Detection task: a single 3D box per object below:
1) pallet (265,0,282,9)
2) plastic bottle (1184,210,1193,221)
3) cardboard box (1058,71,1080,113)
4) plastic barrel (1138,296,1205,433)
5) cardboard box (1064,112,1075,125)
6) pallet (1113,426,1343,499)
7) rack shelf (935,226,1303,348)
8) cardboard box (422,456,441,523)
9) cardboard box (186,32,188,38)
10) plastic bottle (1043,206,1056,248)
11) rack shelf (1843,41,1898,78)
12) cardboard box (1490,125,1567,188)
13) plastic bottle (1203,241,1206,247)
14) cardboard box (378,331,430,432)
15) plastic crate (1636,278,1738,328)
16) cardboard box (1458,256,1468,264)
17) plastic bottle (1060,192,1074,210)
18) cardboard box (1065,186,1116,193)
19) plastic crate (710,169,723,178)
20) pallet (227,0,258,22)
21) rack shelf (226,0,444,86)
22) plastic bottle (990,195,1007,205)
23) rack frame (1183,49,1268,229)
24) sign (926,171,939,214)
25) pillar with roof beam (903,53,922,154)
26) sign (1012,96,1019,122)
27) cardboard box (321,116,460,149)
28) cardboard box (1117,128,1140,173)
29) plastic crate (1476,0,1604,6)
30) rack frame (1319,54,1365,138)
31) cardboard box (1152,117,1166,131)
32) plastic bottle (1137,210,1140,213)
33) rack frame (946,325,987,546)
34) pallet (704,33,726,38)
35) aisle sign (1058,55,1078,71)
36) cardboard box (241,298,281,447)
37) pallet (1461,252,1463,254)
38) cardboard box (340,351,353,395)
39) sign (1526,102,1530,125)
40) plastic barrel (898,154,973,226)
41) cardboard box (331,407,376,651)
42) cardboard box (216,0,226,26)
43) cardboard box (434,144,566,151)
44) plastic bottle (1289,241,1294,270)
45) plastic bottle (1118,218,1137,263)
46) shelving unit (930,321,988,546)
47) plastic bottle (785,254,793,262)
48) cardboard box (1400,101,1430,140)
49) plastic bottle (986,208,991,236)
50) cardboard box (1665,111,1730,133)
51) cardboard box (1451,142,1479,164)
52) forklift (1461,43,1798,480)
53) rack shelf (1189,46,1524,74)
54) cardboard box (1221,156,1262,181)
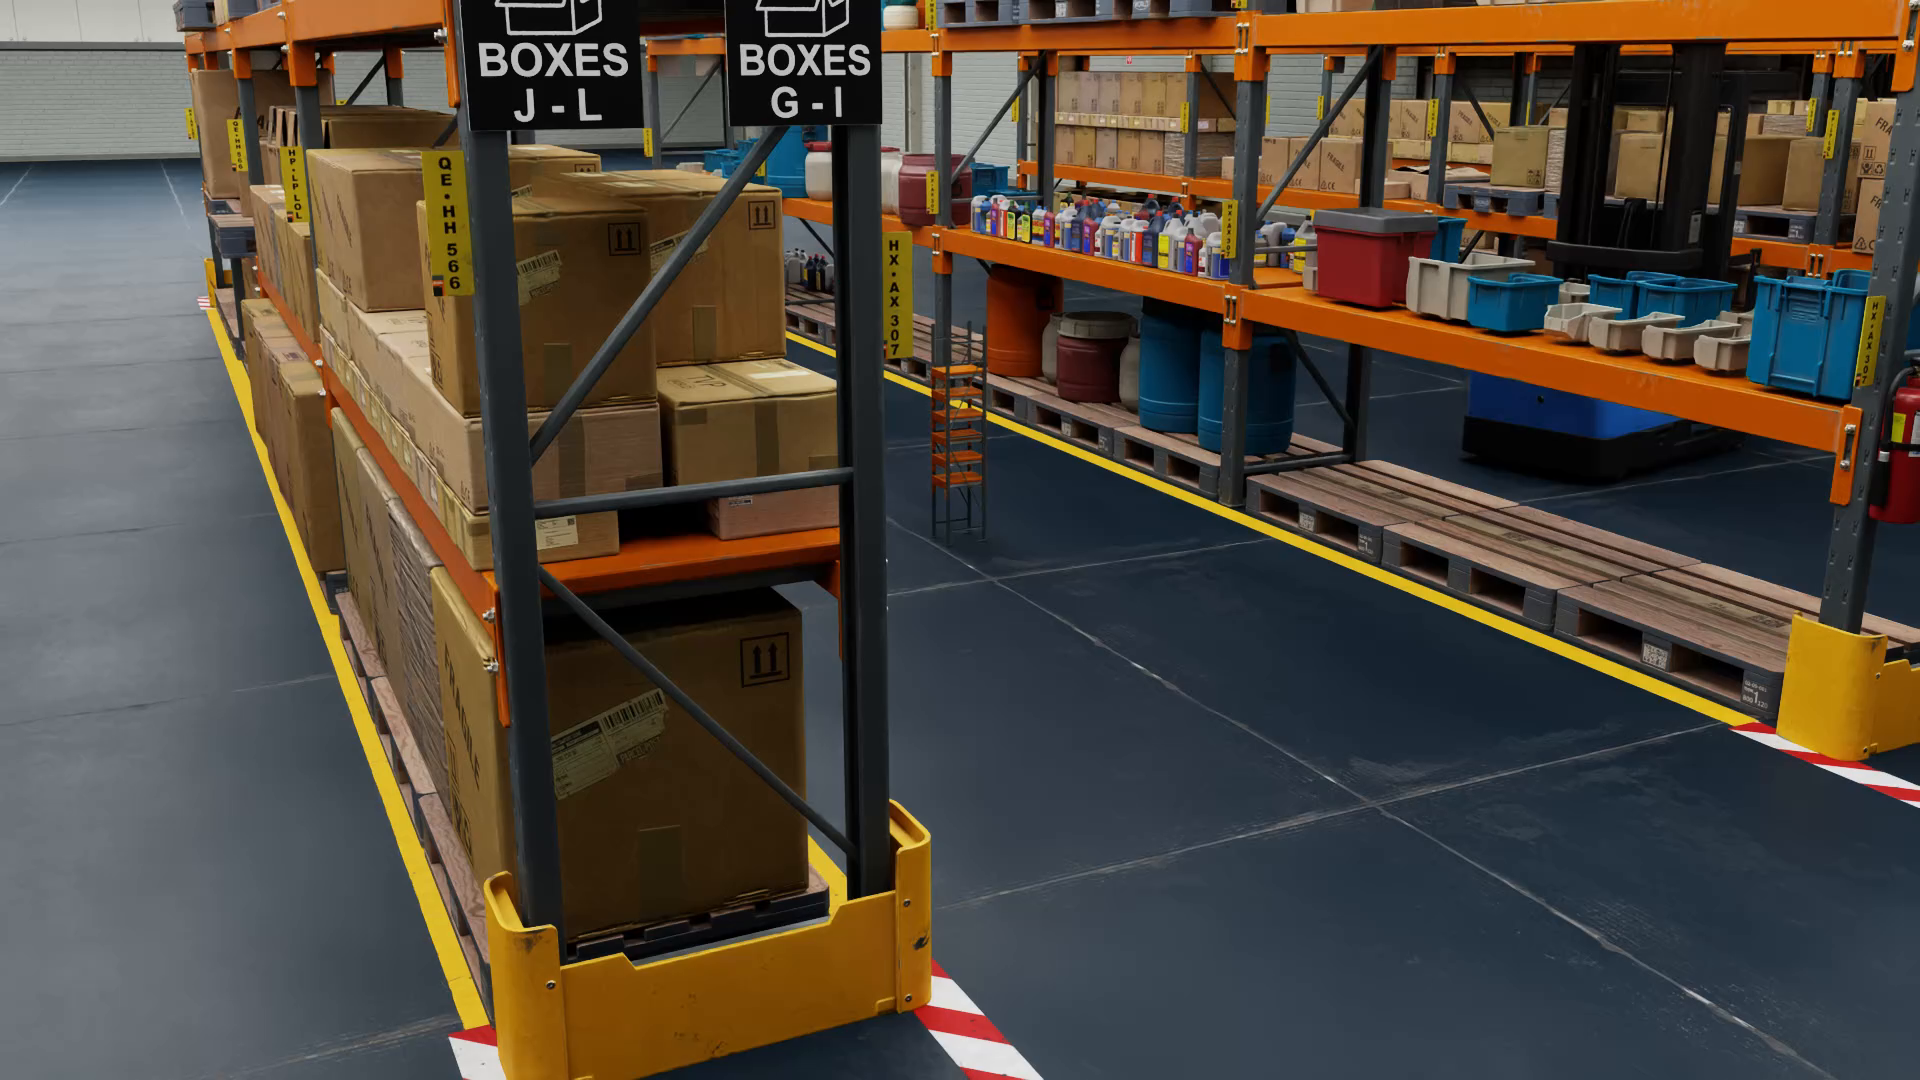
[{"bbox_3d":[-2.869,-2.675,8.044,0.805,0.209,1.217,-8,18,-27],"label":"pallet"},{"bbox_3d":[1.593,-2.145,11.520,0.097,0.271,0.097,0,16,0],"label":"plastic bottle"},{"bbox_3d":[1.679,-5.687,21.098,0.700,0.500,0.500,-8,18,-26],"label":"cardboard box"},{"bbox_3d":[1.497,-1.208,11.067,0.600,0.901,0.708,-8,18,-25],"label":"plastic barrel"},{"bbox_3d":[1.540,-5.322,21.002,0.380,0.149,0.250,-8,18,-26],"label":"cardboard box"},{"bbox_3d":[1.729,-0.559,10.815,1.003,0.211,1.213,-8,18,-25],"label":"pallet"},{"bbox_3d":[1.154,-1.853,11.573,1.077,0.370,4.000,-8,18,-25],"label":"rack shelf"},{"bbox_3d":[-1.347,-0.167,4.850,0.380,0.149,0.250,-8,18,-25],"label":"cardboard box"},{"bbox_3d":[-7.701,-5.299,17.111,0.500,0.250,0.500,-7,17,-23],"label":"cardboard box"},{"bbox_3d":[0.642,-2.200,11.691,0.061,0.283,0.133,-8,18,-25],"label":"plastic bottle"},{"bbox_3d":[7.360,-2.900,9.786,1.077,0.370,4.000,-8,18,-25],"label":"rack shelf"},{"bbox_3d":[5.109,-3.400,14.717,0.500,0.500,0.700,15,22,42],"label":"cardboard box"},{"bbox_3d":[1.487,-1.732,10.207,0.097,0.201,0.097,0,16,0],"label":"plastic bottle"},{"bbox_3d":[-1.566,-0.523,5.369,0.500,0.250,0.500,-8,18,-27],"label":"cardboard box"},{"bbox_3d":[3.393,-1.087,7.794,0.416,0.233,0.300,-8,18,-25],"label":"plastic crate"},{"bbox_3d":[4.766,-2.607,16.105,0.500,0.311,0.500,-7,17,-23],"label":"cardboard box"},{"bbox_3d":[0.838,-2.590,13.048,0.061,0.283,0.133,-8,18,-25],"label":"plastic bottle"},{"bbox_3d":[1.729,-4.419,22.077,0.500,0.500,0.500,-8,18,-25],"label":"cardboard box"},{"bbox_3d":[-2.414,-3.932,17.991,0.530,0.136,0.437,-8,18,-25],"label":"plastic crate"},{"bbox_3d":[-3.845,-3.294,10.195,1.213,0.211,1.003,-7,17,-22],"label":"pallet"},{"bbox_3d":[-3.299,-2.696,9.074,1.077,0.370,4.000,-8,18,-25],"label":"rack shelf"},{"bbox_3d":[0.313,-2.507,12.773,0.152,0.276,0.135,-8,18,-25],"label":"plastic bottle"},{"bbox_3d":[2.979,-4.284,18.741,1.000,3.000,0.127,-8,18,-25],"label":"rack frame"},{"bbox_3d":[-0.214,-2.705,12.942,0.100,0.325,0.005,-8,18,-25],"label":"sign"},{"bbox_3d":[-4.993,-12.633,36.959,9.100,9.000,0.400,-8,18,-25],"label":"pillar with roof beam"},{"bbox_3d":[0.725,-5.664,21.838,0.100,0.325,0.005,-8,18,-25],"label":"sign"},{"bbox_3d":[-2.710,-1.792,8.057,0.797,0.503,0.637,-8,18,-26],"label":"cardboard box"},{"bbox_3d":[2.326,-4.696,19.996,0.700,0.500,0.500,-7,18,-24],"label":"cardboard box"},{"bbox_3d":[2.654,-2.508,7.593,0.437,0.136,0.530,-8,18,-25],"label":"plastic crate"},{"bbox_3d":[5.678,-5.875,24.287,1.000,3.000,0.127,-8,18,-25],"label":"rack frame"},{"bbox_3d":[2.444,-4.812,19.222,0.380,0.149,0.250,-8,18,-27],"label":"cardboard box"},{"bbox_3d":[1.339,-2.306,12.061,0.061,0.283,0.133,-8,18,-25],"label":"plastic bottle"},{"bbox_3d":[0.034,-0.558,9.019,0.240,1.200,0.006,-8,18,-25],"label":"rack frame"},{"bbox_3d":[-1.879,-5.204,16.853,1.213,0.211,1.003,-8,18,-25],"label":"pallet"},{"bbox_3d":[1.462,-6.577,22.019,0.394,0.787,0.004,-8,18,-25],"label":"aisle sign"},{"bbox_3d":[-3.891,-1.103,10.747,1.225,0.875,0.875,-9,18,-27],"label":"cardboard box"},{"bbox_3d":[6.566,-4.008,22.836,1.003,0.211,1.213,-8,18,-25],"label":"pallet"},{"bbox_3d":[-2.244,-0.675,6.619,0.380,0.149,0.250,-8,18,-26],"label":"cardboard box"},{"bbox_3d":[5.215,-3.879,15.373,0.100,0.325,0.005,-8,18,-25],"label":"sign"},{"bbox_3d":[-0.198,-2.838,13.457,0.600,0.536,0.708,-8,18,-25],"label":"plastic barrel"},{"bbox_3d":[-2.205,-0.111,7.292,0.875,0.875,0.875,-8,18,-25],"label":"cardboard box"},{"bbox_3d":[-4.833,-3.675,11.454,0.500,0.250,0.500,-8,18,-25],"label":"cardboard box"},{"bbox_3d":[-1.981,-1.454,7.252,0.500,0.500,0.500,-7,17,-23],"label":"cardboard box"},{"bbox_3d":[2.127,-1.809,10.477,0.097,0.201,0.097,0,16,0],"label":"plastic bottle"},{"bbox_3d":[1.127,-1.951,10.835,0.152,0.276,0.135,-8,18,-25],"label":"plastic bottle"},{"bbox_3d":[-0.006,-0.580,9.098,0.258,1.200,0.189,-8,18,-25],"label":"shelving unit"},{"bbox_3d":[-1.882,-3.078,18.678,0.152,0.276,0.135,-8,18,-26],"label":"plastic bottle"},{"bbox_3d":[6.282,-5.639,22.341,0.500,0.500,0.500,-7,17,-23],"label":"cardboard box"},{"bbox_3d":[0.245,-2.396,12.524,0.097,0.201,0.097,0,16,0],"label":"plastic bottle"},{"bbox_3d":[8.402,-4.573,18.769,0.700,0.500,0.500,-8,18,-25],"label":"cardboard box"},{"bbox_3d":[6.740,-5.026,21.564,0.500,0.250,0.500,-8,18,-25],"label":"cardboard box"},{"bbox_3d":[4.791,-2.101,11.259,3.031,2.935,1.130,-13,21,-39],"label":"forklift"},{"bbox_3d":[3.856,-4.884,16.698,1.077,0.370,4.000,-8,18,-25],"label":"rack shelf"},{"bbox_3d":[3.234,-4.095,18.355,0.500,0.250,0.500,-6,17,-21],"label":"cardboard box"}]
